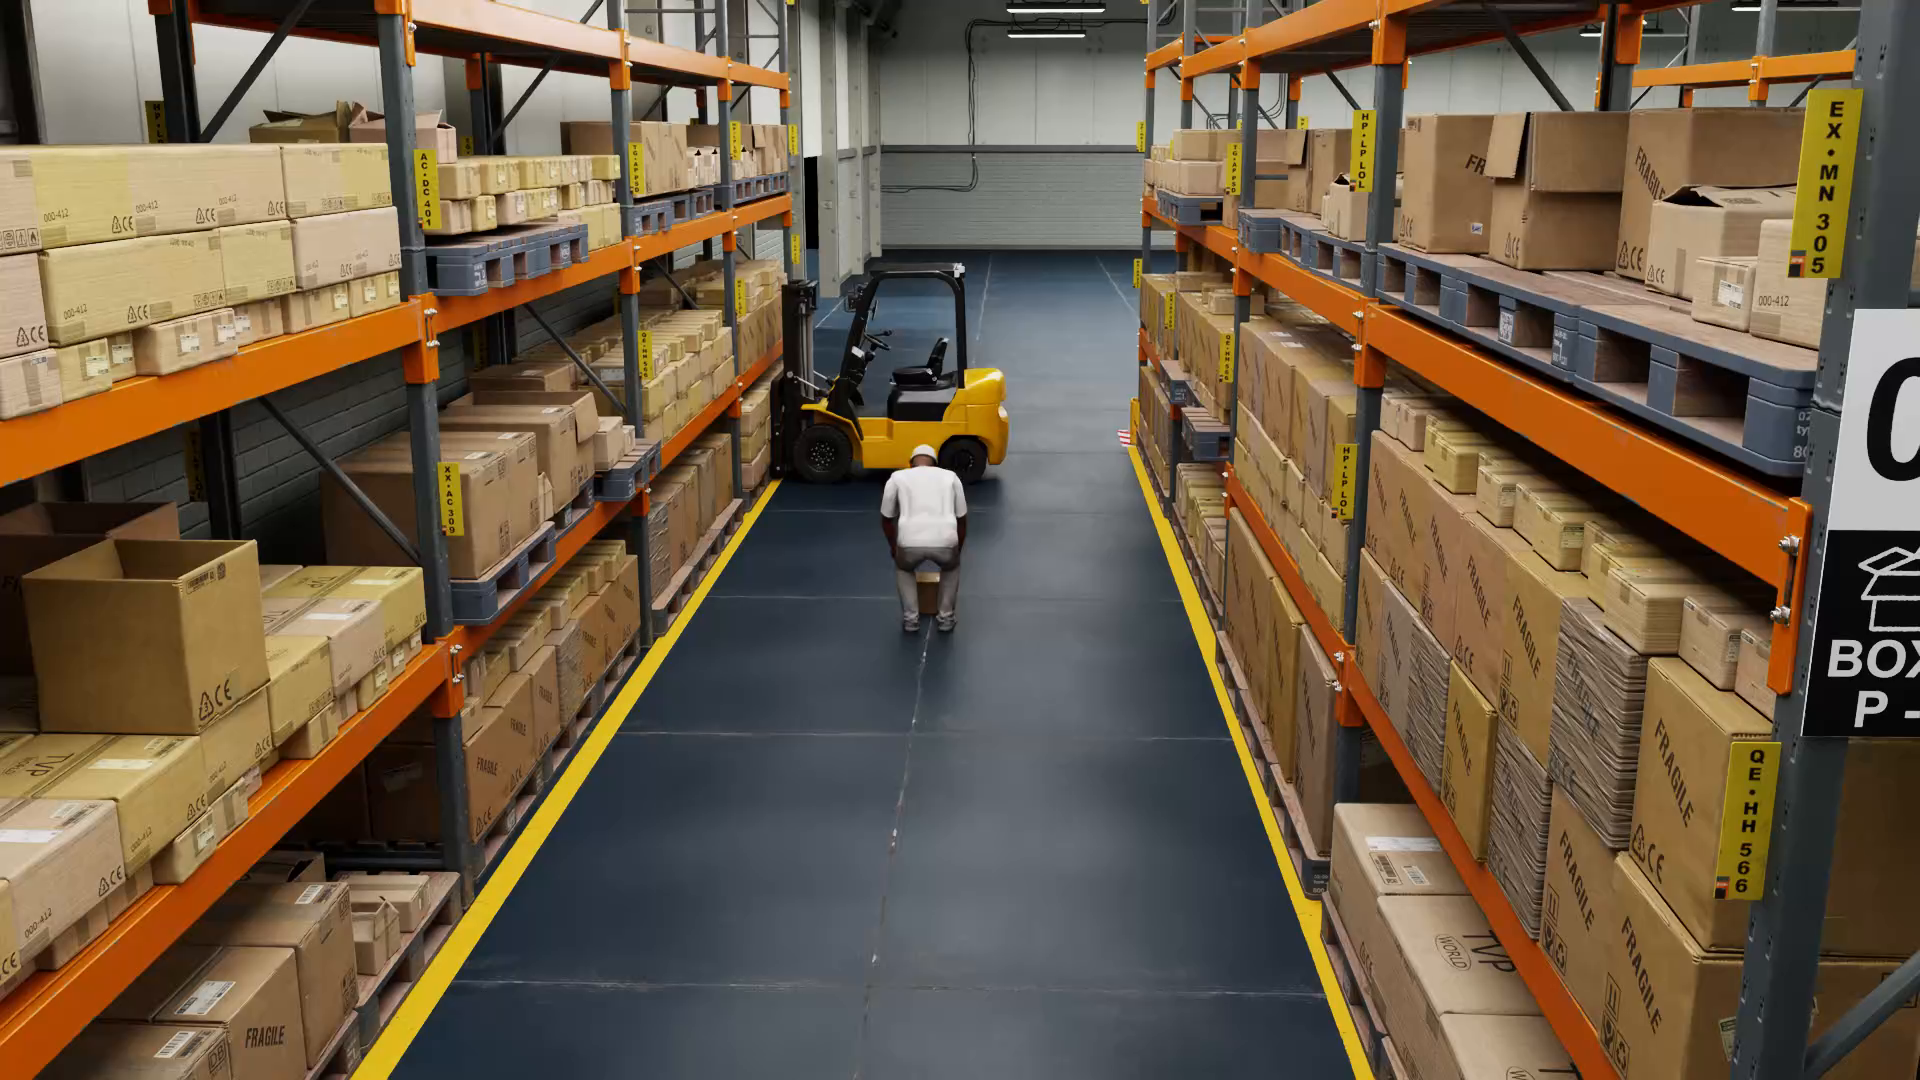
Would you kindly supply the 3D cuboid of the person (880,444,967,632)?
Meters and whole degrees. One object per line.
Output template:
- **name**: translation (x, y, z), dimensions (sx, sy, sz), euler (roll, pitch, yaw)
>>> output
- **person**: translation (-0.265, -0.009, 11.999), dimensions (0.627, 1.283, 0.817), euler (0, 14, 2)
